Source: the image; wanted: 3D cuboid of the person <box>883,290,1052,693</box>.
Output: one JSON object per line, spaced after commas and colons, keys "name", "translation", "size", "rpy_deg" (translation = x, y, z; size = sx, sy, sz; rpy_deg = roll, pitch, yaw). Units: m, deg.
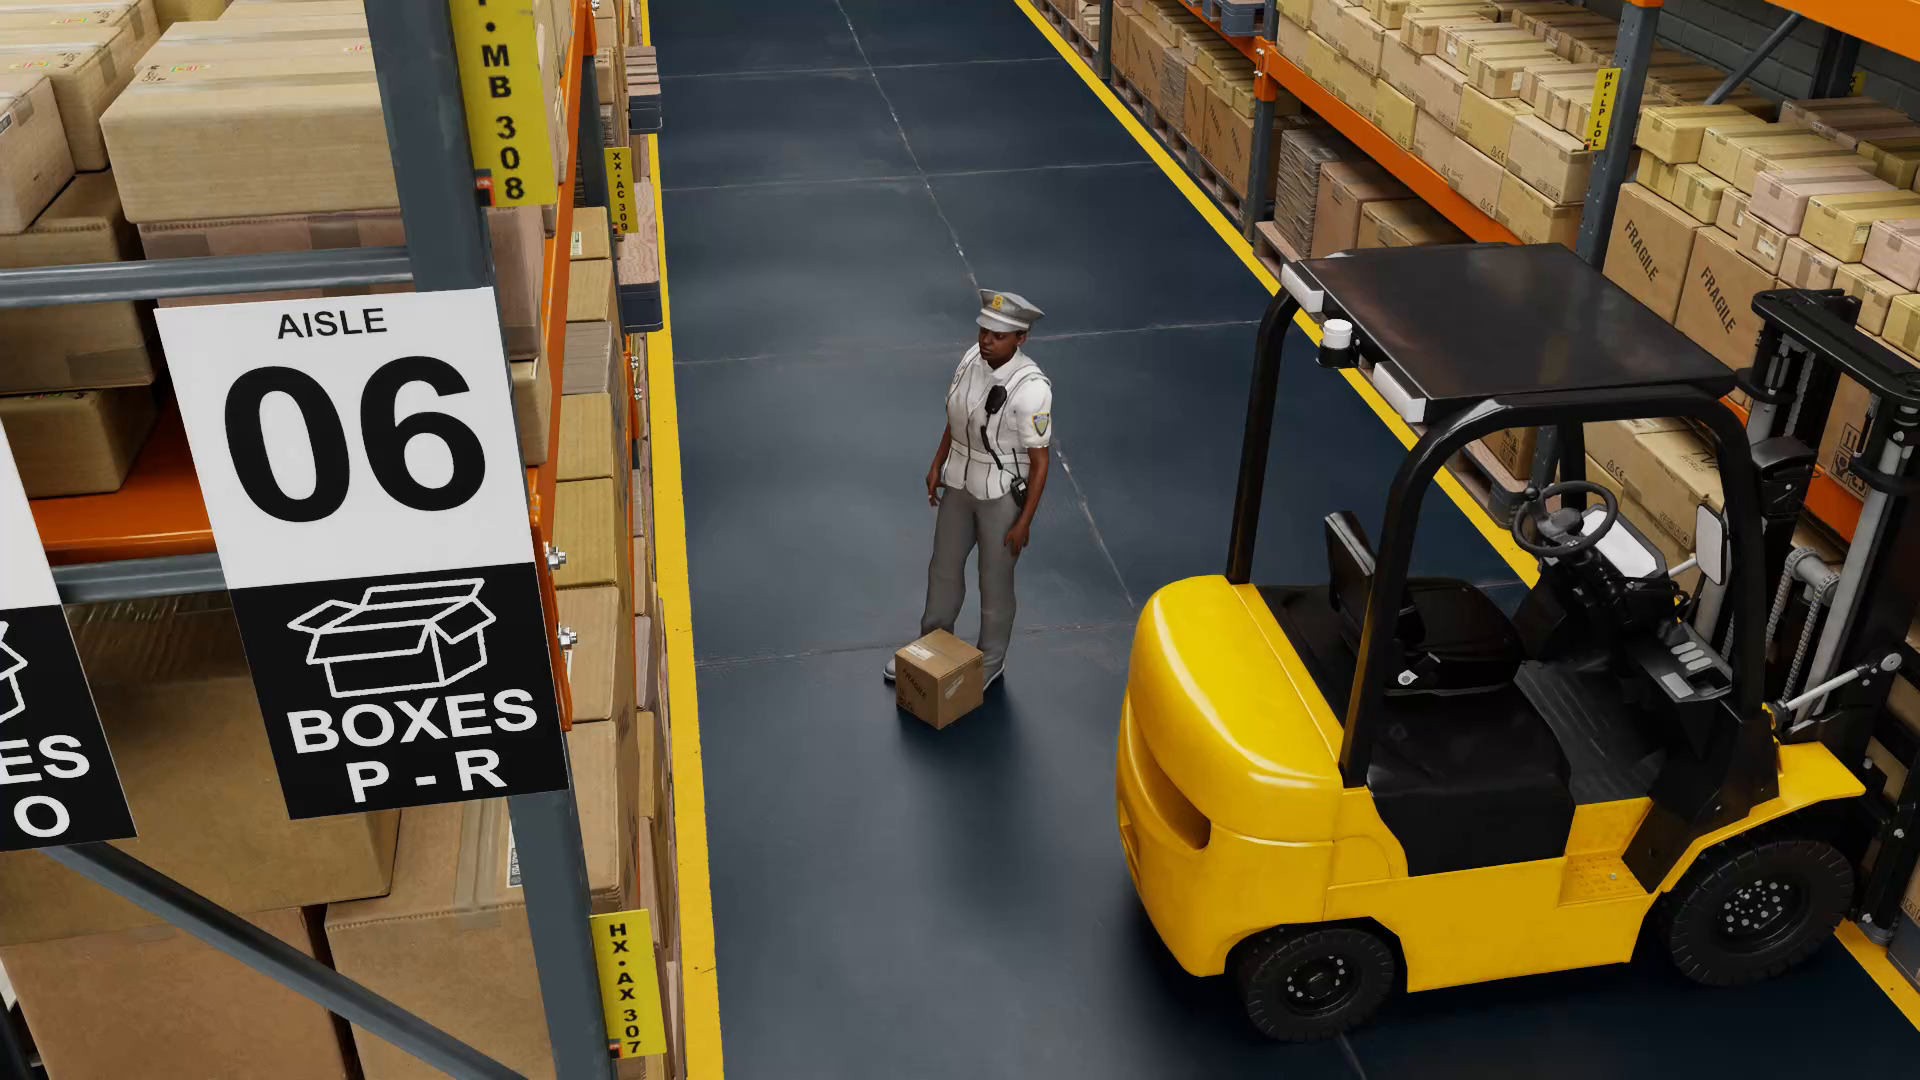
{"name": "person", "translation": [0.046, -0.162, 6.354], "size": [0.530, 1.695, 0.569], "rpy_deg": [-25, 39, -36]}
